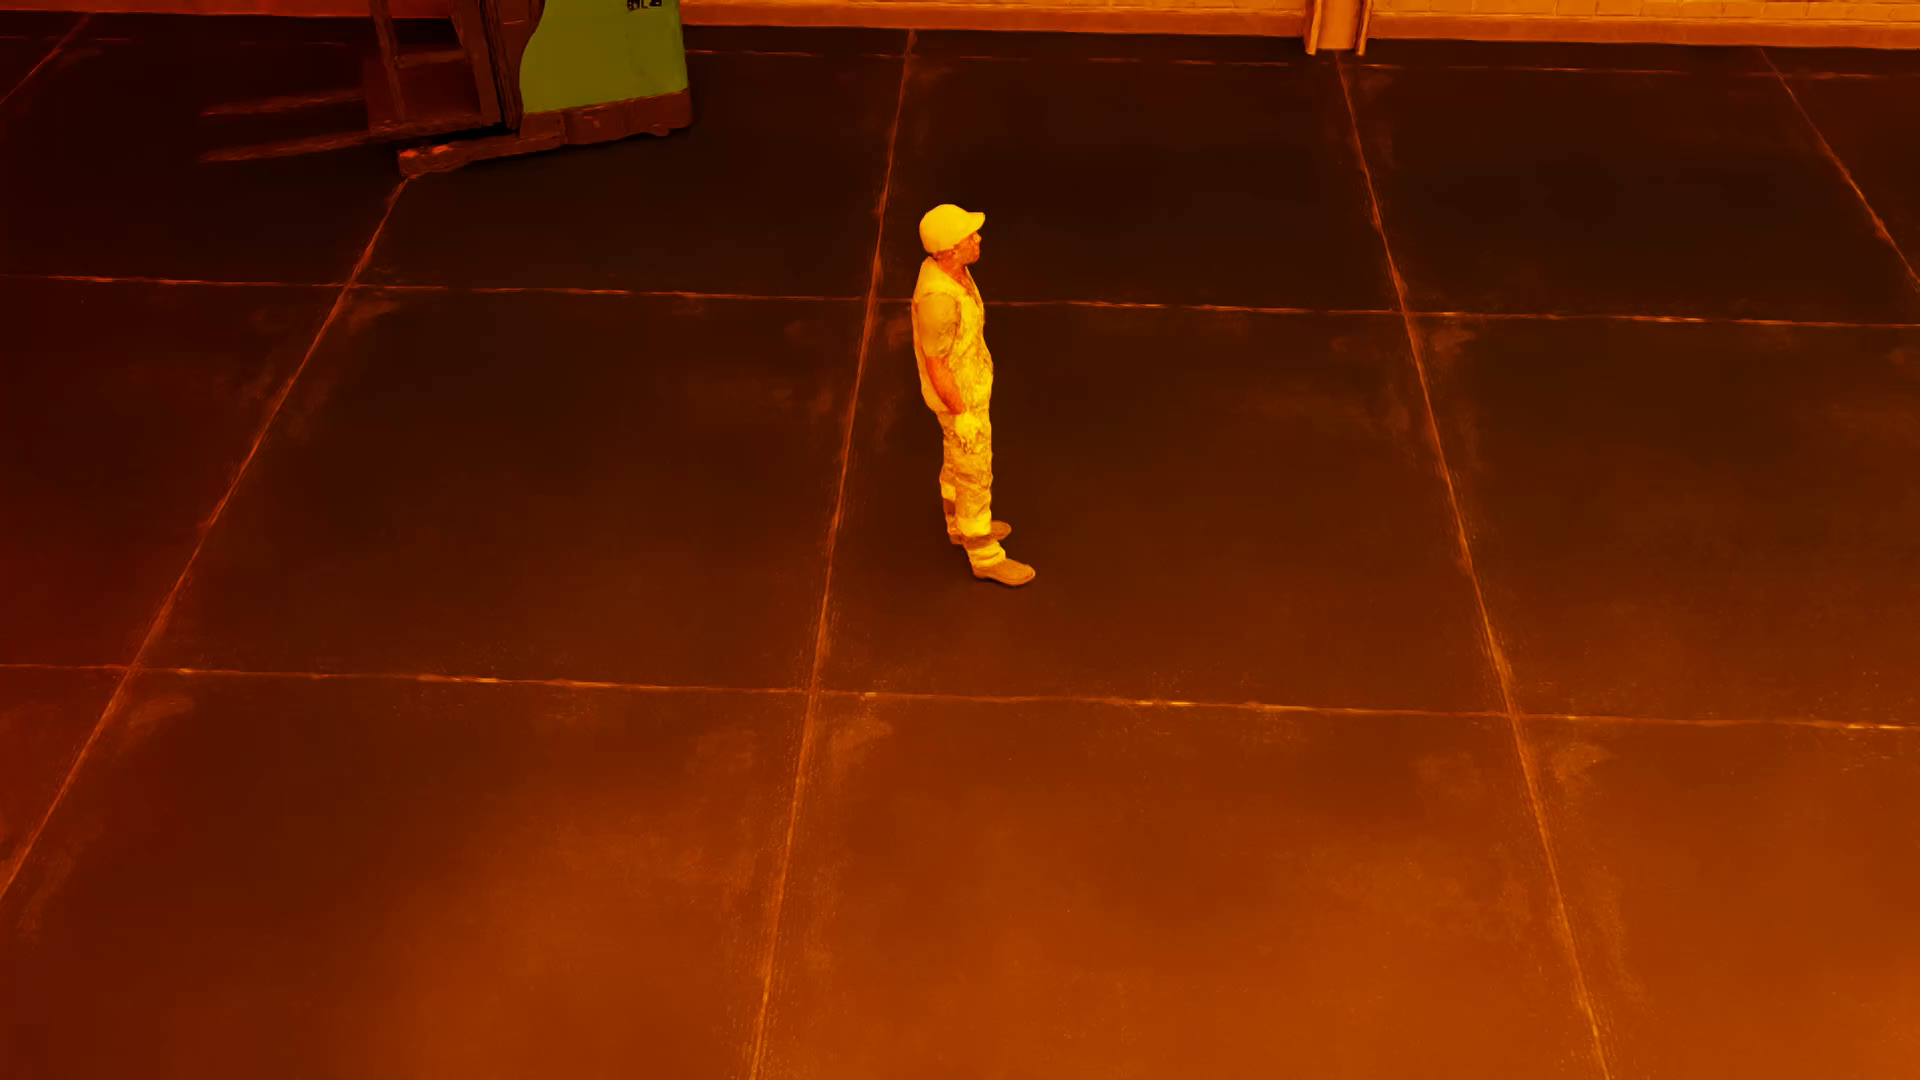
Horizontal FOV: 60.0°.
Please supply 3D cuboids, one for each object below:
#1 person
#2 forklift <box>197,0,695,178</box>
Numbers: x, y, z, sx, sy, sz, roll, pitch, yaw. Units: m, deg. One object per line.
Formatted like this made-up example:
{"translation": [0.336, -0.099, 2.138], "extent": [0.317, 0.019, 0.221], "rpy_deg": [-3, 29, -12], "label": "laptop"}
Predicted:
{"translation": [0.080, -0.656, 7.297], "extent": [0.563, 1.787, 0.637], "rpy_deg": [2, 42, 2], "label": "person"}
{"translation": [-3.297, -3.745, 9.844], "extent": [3.031, 2.935, 1.130], "rpy_deg": [-12, 44, -13], "label": "forklift"}
